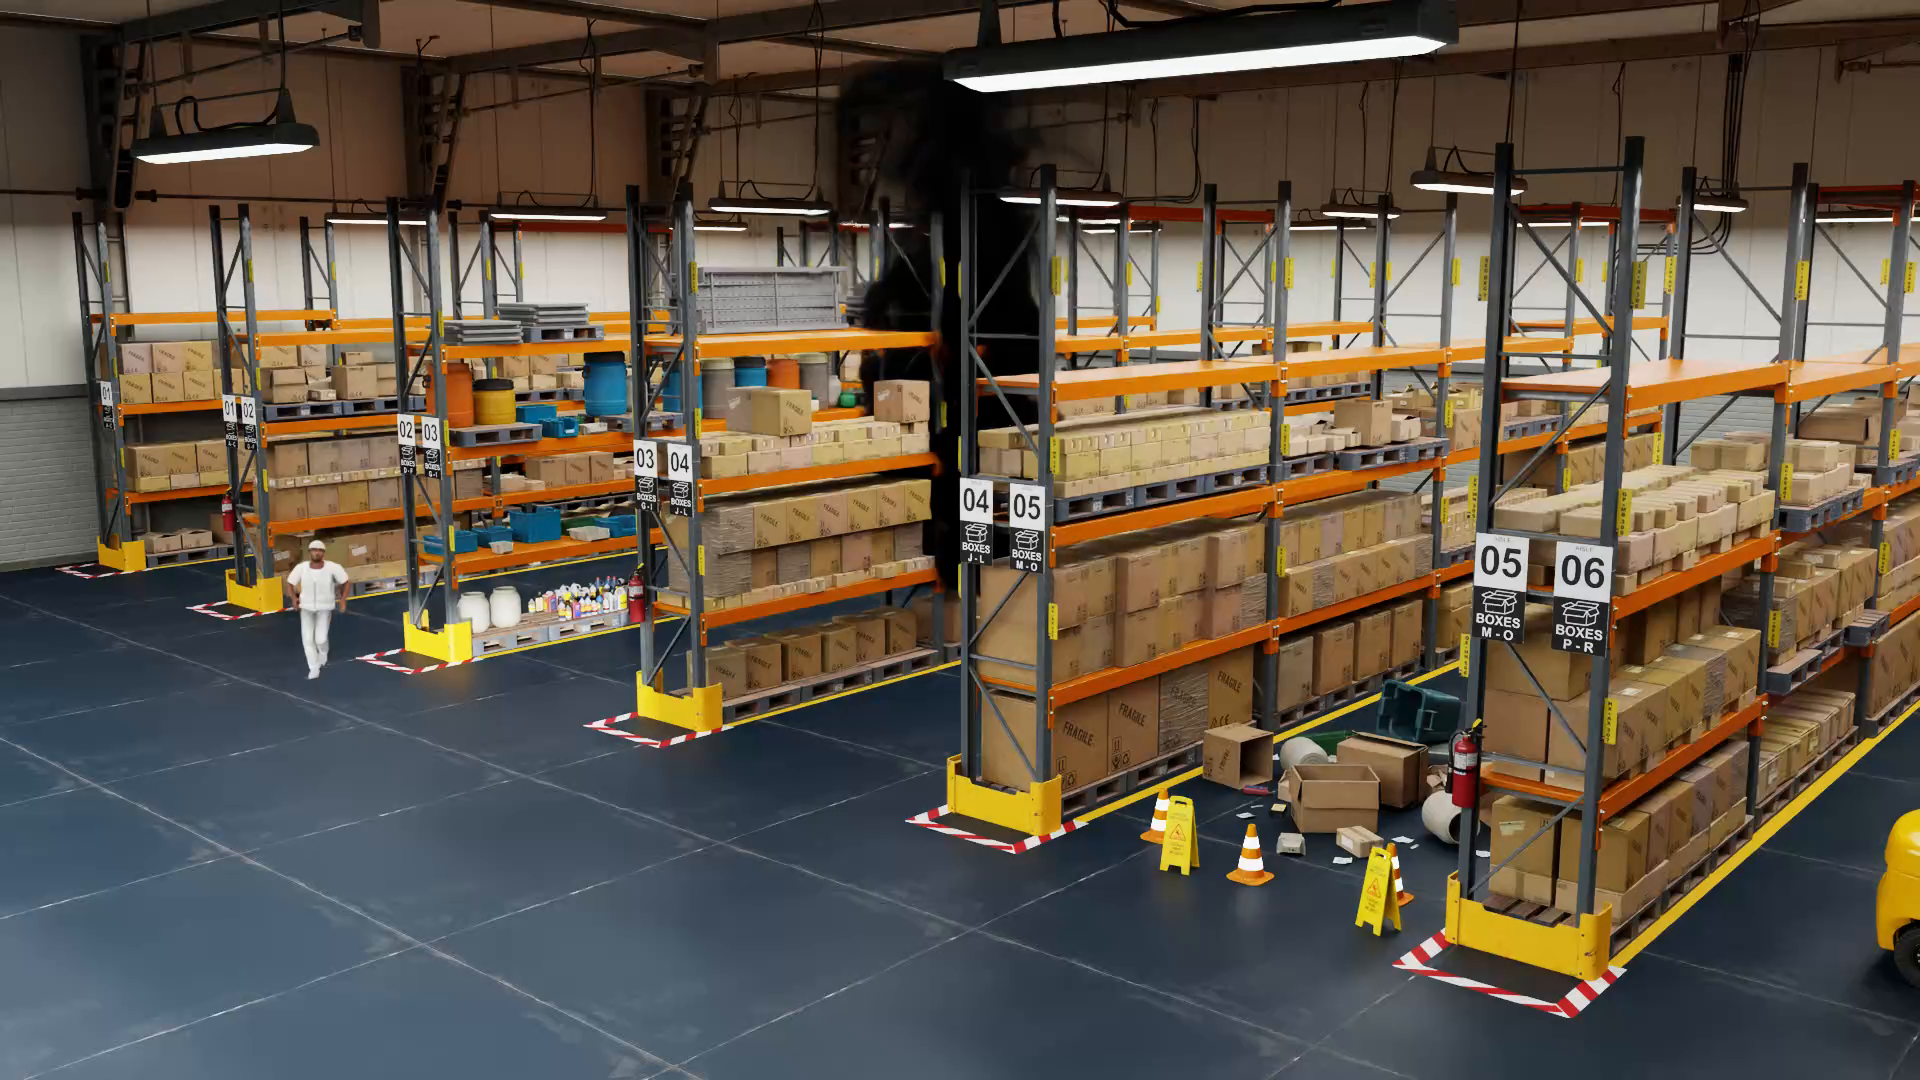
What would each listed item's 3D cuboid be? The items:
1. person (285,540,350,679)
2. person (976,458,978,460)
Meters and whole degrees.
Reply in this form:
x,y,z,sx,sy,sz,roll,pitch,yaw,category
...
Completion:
x,y,z,sx,sy,sz,roll,pitch,yaw,category
-8.099,0.863,20.960,0.763,1.735,0.535,-2,10,-10,person
0.507,-1.511,35.093,0.676,1.753,0.732,5,11,29,person
